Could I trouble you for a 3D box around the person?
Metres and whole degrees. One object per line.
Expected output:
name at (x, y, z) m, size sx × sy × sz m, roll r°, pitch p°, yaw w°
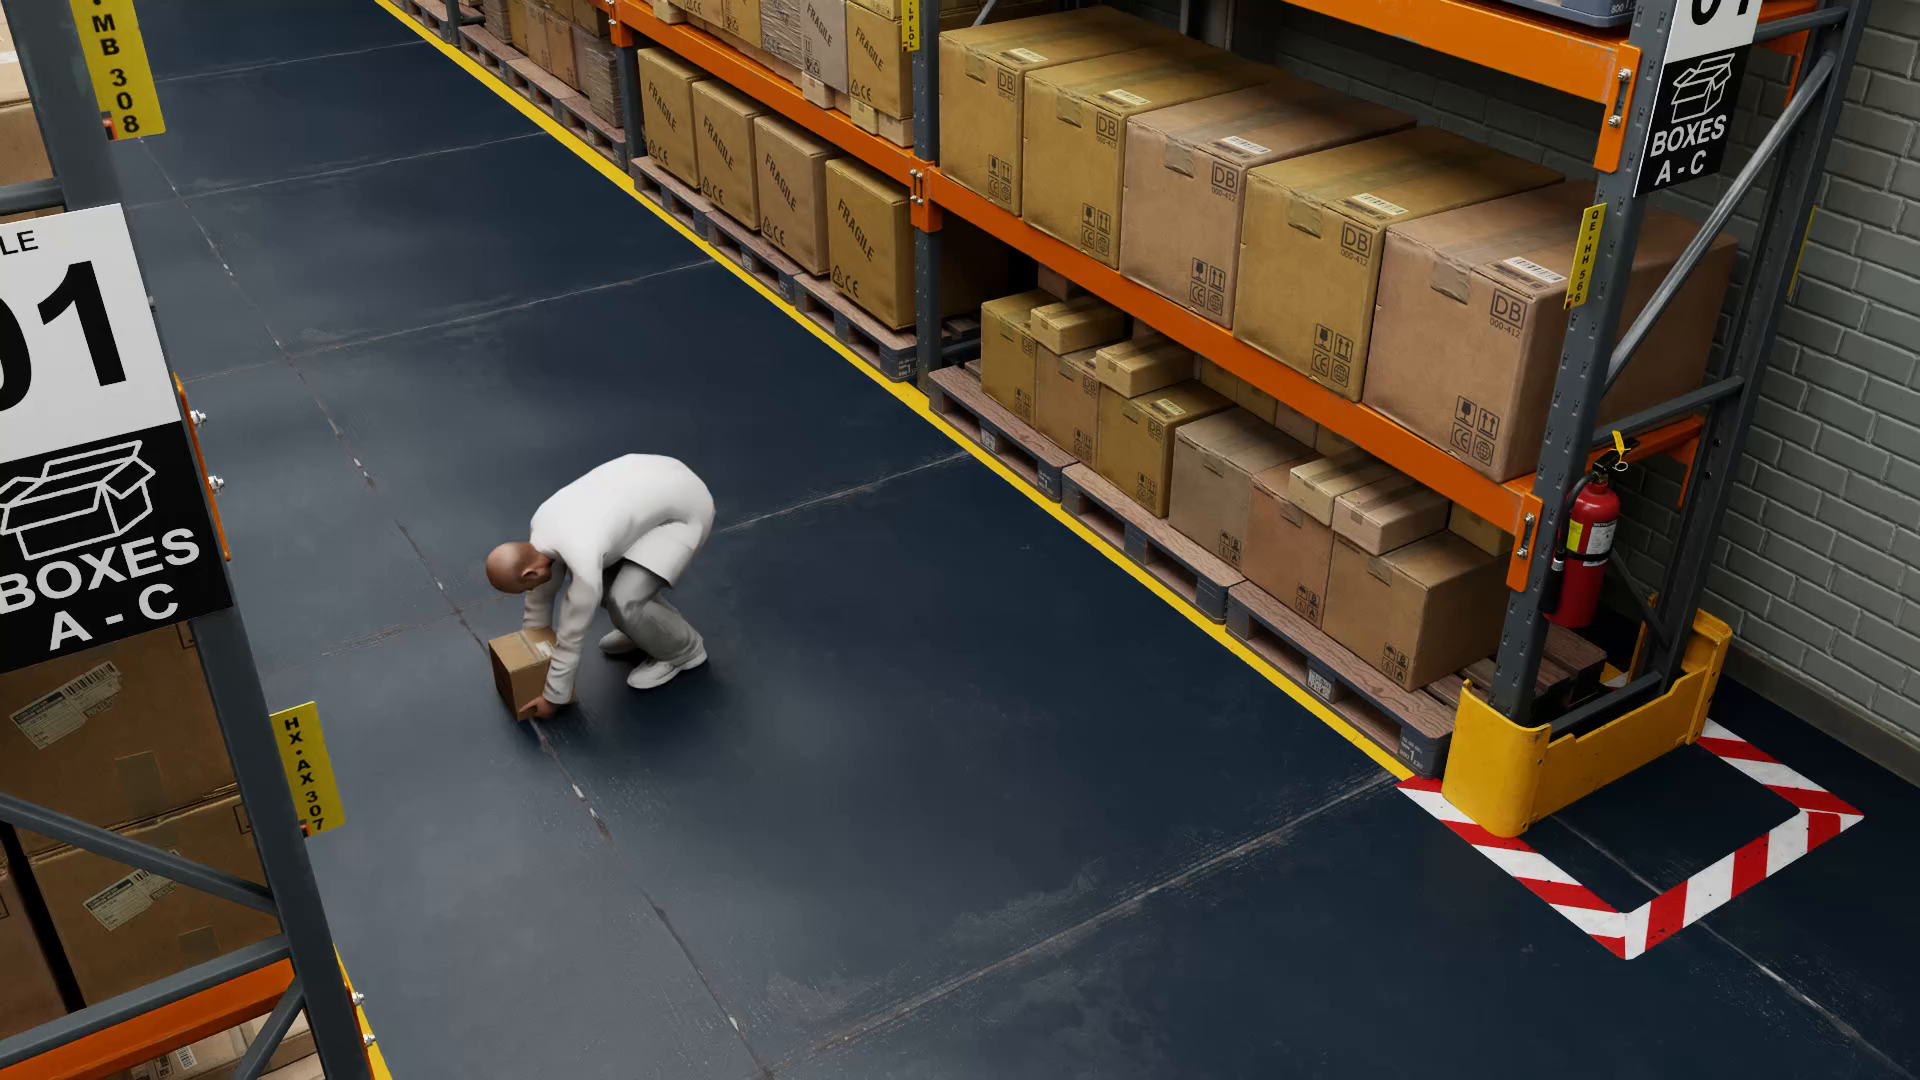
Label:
person at (-1.426, 0.158, 6.710) m, size 0.954 × 0.933 × 0.595 m, roll -21°, pitch 38°, yaw -29°
